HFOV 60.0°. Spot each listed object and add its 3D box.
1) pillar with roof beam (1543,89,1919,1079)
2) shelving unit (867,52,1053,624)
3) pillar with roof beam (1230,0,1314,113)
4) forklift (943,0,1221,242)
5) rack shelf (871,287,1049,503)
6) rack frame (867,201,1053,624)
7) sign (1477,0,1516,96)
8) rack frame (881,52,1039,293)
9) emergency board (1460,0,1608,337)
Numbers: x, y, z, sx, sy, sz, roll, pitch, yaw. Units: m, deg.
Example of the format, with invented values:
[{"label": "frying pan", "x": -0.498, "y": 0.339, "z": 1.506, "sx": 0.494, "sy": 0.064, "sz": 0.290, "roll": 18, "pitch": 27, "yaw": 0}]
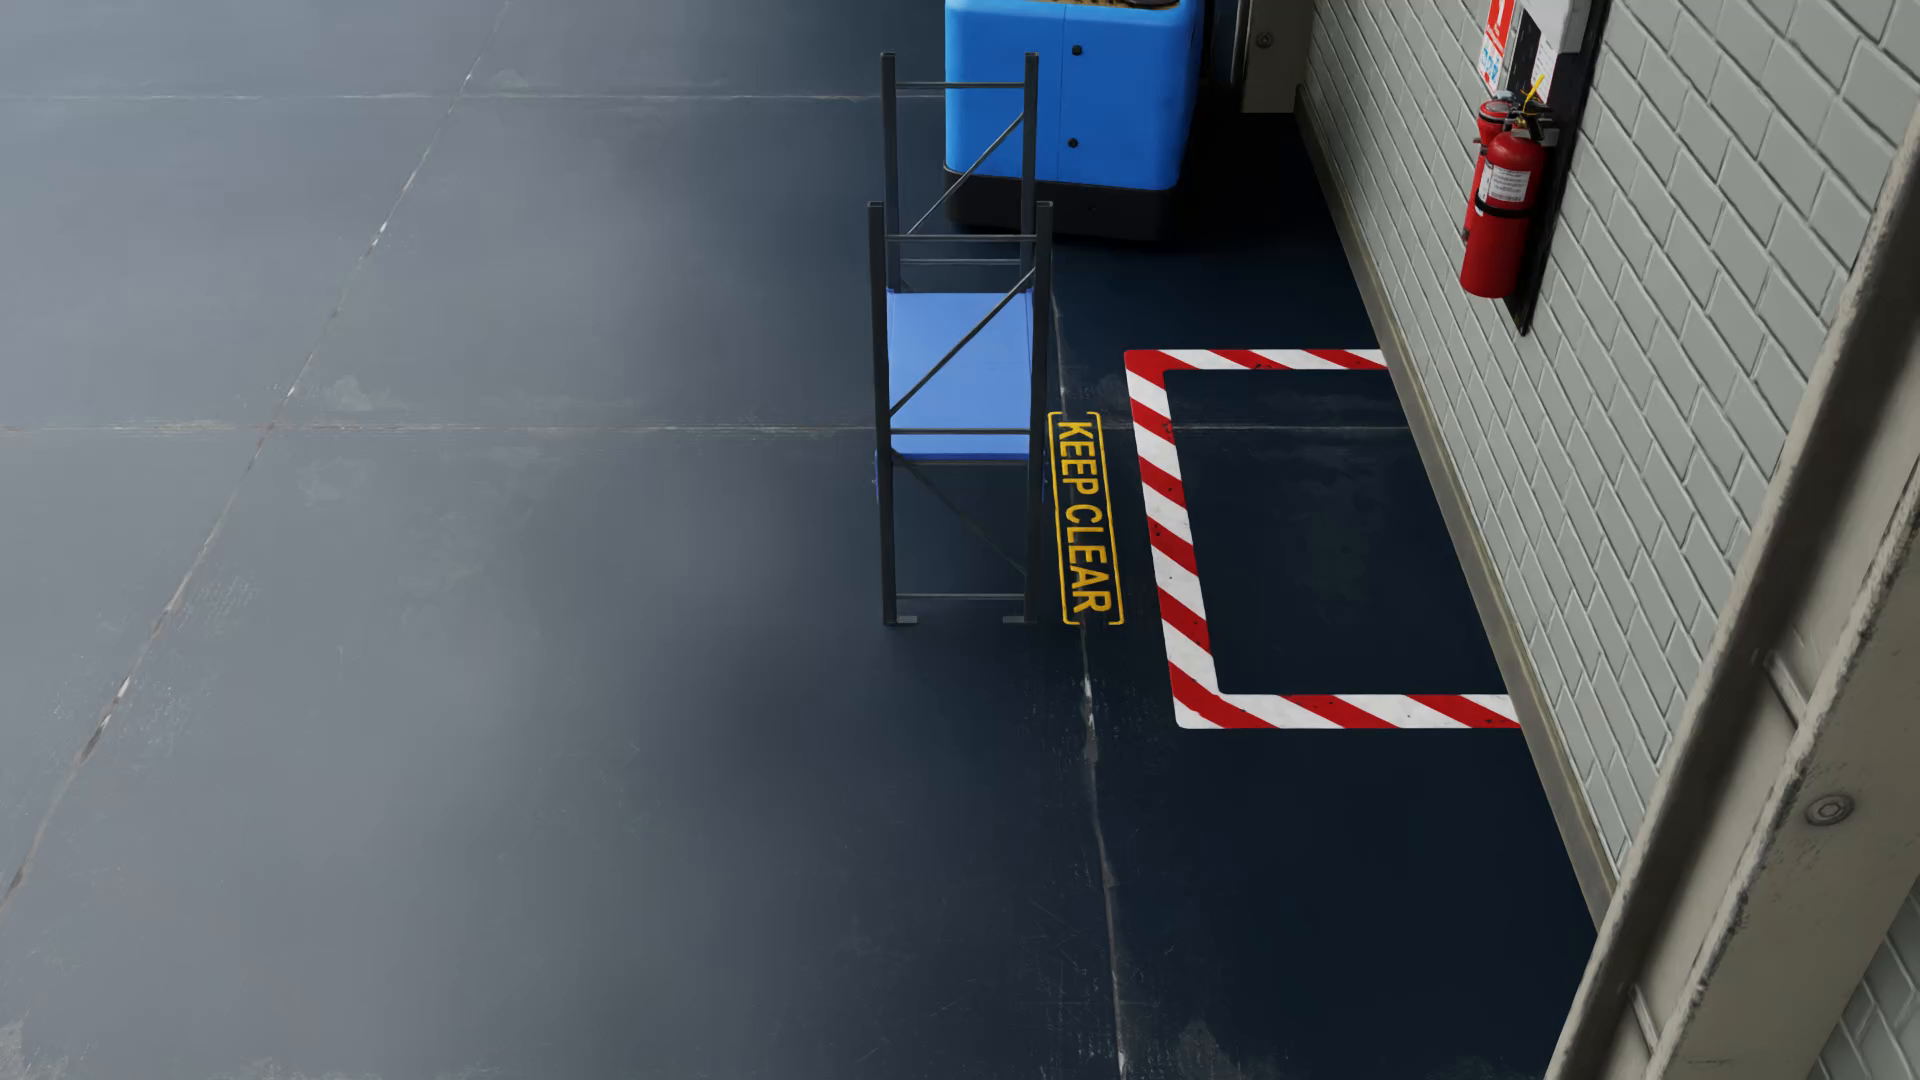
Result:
[{"label": "pillar with roof beam", "x": -2.719, "y": -2.057, "z": 1.121, "sx": 9.100, "sy": 9.000, "sz": 0.400, "roll": 0, "pitch": 39, "yaw": 0}, {"label": "shelving unit", "x": 0.000, "y": -0.639, "z": 5.348, "sx": 0.538, "sy": 1.500, "sz": 1.048, "roll": 0, "pitch": 39, "yaw": 0}, {"label": "pillar with roof beam", "x": -2.726, "y": -5.809, "z": 5.803, "sx": 9.100, "sy": 9.000, "sz": 0.400, "roll": 0, "pitch": 39, "yaw": 0}, {"label": "forklift", "x": 0.720, "y": -3.369, "z": 7.610, "sx": 1.130, "sy": 2.935, "sz": 3.031, "roll": 7, "pitch": 39, "yaw": 9}, {"label": "rack shelf", "x": 0.000, "y": -0.498, "z": 5.460, "sx": 0.538, "sy": 0.185, "sz": 1.000, "roll": 0, "pitch": 39, "yaw": 0}, {"label": "rack frame", "x": 0.000, "y": -0.321, "z": 4.951, "sx": 0.500, "sy": 1.500, "sz": 0.032, "roll": 0, "pitch": 39, "yaw": 0}, {"label": "sign", "x": 1.724, "y": -1.624, "z": 5.349, "sx": 0.001, "sy": 0.329, "sz": 0.234, "roll": 0, "pitch": 39, "yaw": 0}, {"label": "rack frame", "x": -0.001, "y": -0.956, "z": 5.744, "sx": 0.500, "sy": 1.500, "sz": 0.032, "roll": 0, "pitch": 39, "yaw": 0}, {"label": "emergency board", "x": 1.621, "y": -1.264, "z": 4.929, "sx": 0.194, "sy": 1.169, "sz": 0.643, "roll": 0, "pitch": 39, "yaw": 0}]
